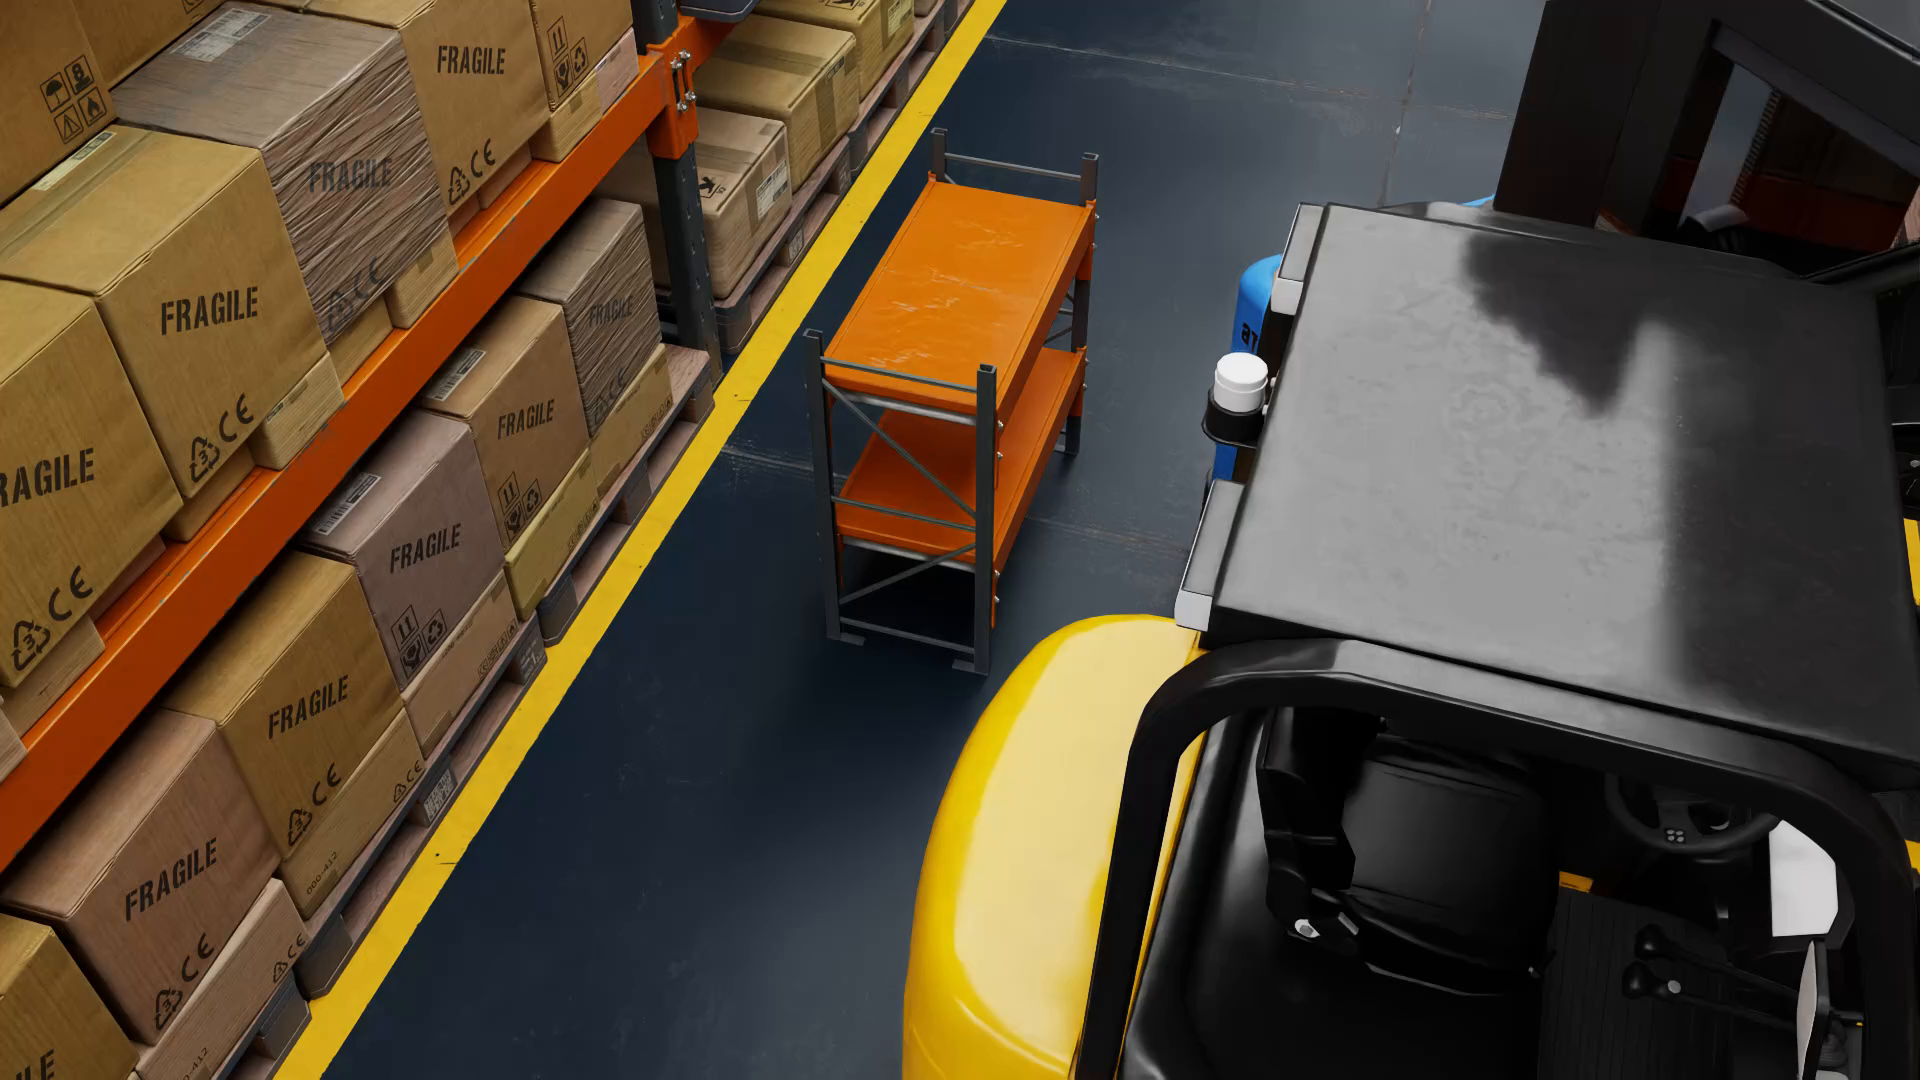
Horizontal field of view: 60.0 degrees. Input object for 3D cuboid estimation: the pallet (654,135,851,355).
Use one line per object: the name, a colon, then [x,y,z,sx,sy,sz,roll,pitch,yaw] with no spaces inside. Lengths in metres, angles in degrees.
pallet: [-1.088,-1.232,6.358,1.003,0.211,1.213,13,46,13]

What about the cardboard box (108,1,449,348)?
cardboard box: [-1.522,-0.812,3.651,0.500,0.500,0.500,14,46,14]

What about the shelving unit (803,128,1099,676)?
shelving unit: [0.002,-0.407,4.861,0.538,1.125,1.048,13,46,13]

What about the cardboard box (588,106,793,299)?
cardboard box: [-1.166,-1.271,5.983,0.950,0.372,0.625,13,46,13]

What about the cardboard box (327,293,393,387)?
cardboard box: [-1.540,-0.499,3.795,0.380,0.149,0.250,12,46,12]

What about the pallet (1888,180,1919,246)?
pallet: [3.963,-0.979,6.100,1.003,0.211,1.213,13,46,13]

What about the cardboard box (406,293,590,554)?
cardboard box: [-1.399,-0.355,4.597,0.500,0.500,0.500,13,46,13]

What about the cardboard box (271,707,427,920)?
cardboard box: [-1.711,0.605,4.153,0.500,0.250,0.500,15,46,15]

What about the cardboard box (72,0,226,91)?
cardboard box: [-2.016,-1.297,3.432,0.700,0.500,0.500,12,46,12]

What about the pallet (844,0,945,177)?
pallet: [-0.721,-2.048,7.192,1.003,0.211,1.213,13,46,13]

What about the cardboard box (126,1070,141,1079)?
cardboard box: [-2.026,1.310,3.432,0.500,0.250,0.500,12,46,12]

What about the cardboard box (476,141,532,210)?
cardboard box: [-1.352,-1.016,4.323,0.380,0.149,0.250,13,46,13]

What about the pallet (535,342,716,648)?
pallet: [-1.492,-0.258,5.363,1.003,0.211,1.213,13,46,13]

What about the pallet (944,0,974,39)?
pallet: [-0.350,-2.859,8.021,1.003,0.211,1.213,13,46,13]

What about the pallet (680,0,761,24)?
pallet: [-0.953,-2.120,5.409,1.003,0.211,1.213,13,46,13]

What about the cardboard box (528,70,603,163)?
cardboard box: [-1.199,-1.173,4.484,0.380,0.149,0.250,13,46,13]

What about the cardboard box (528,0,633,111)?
cardboard box: [-1.220,-1.503,4.357,0.500,0.500,0.500,11,46,11]

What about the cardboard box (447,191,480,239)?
cardboard box: [-1.441,-0.853,4.157,0.380,0.149,0.250,12,46,12]

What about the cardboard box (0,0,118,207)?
cardboard box: [-2.087,-0.930,3.057,0.700,0.500,0.500,12,46,12]

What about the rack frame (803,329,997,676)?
rack frame: [-0.152,-0.068,4.515,0.500,1.125,0.032,13,46,13]

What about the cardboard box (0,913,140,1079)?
cardboard box: [-2.020,1.026,3.186,0.500,0.500,0.500,11,45,11]

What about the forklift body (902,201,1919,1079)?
forklift body: [1.033,0.658,3.039,2.313,2.155,1.214,13,46,13]

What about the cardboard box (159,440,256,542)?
cardboard box: [-1.716,-0.165,3.453,0.380,0.149,0.250,11,46,11]

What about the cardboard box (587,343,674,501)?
cardboard box: [-1.246,-0.426,5.206,0.500,0.250,0.500,14,46,14]

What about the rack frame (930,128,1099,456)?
rack frame: [0.156,-0.745,5.207,0.500,1.125,0.032,13,46,13]

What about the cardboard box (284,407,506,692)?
cardboard box: [-1.552,-0.014,4.249,0.500,0.500,0.500,15,46,15]

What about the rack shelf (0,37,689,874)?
rack shelf: [-1.928,-0.120,3.742,1.077,0.370,4.000,13,46,13]

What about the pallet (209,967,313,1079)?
pallet: [-2.231,1.368,3.701,1.003,0.211,1.213,13,46,13]

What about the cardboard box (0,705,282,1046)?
cardboard box: [-1.865,0.677,3.543,0.500,0.500,0.500,11,45,11]

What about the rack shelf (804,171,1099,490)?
rack shelf: [0.002,-0.616,4.656,0.538,0.278,1.000,13,46,13]

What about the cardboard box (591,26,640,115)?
cardboard box: [-1.130,-1.341,4.655,0.380,0.149,0.250,12,46,12]

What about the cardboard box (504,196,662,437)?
cardboard box: [-1.246,-0.694,4.944,0.500,0.500,0.500,12,46,12]

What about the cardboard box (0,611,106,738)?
cardboard box: [-1.846,0.194,3.087,0.380,0.149,0.250,14,46,14]

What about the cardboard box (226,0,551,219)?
cardboard box: [-1.370,-1.158,4.005,0.500,0.500,0.500,14,46,14]

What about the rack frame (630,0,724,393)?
rack frame: [-1.323,-1.710,4.853,1.000,3.000,0.127,13,46,13]

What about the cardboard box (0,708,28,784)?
cardboard box: [-1.893,0.373,2.903,0.380,0.149,0.250,13,46,13]

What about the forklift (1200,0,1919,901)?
forklift: [1.801,-0.220,3.380,1.130,2.935,3.031,-17,47,-17]

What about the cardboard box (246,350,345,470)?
cardboard box: [-1.584,-0.320,3.612,0.380,0.149,0.250,13,46,13]

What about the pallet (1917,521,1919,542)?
pallet: [3.595,-0.164,5.266,1.003,0.211,1.213,13,46,13]

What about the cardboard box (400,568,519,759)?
cardboard box: [-1.556,0.269,4.496,0.500,0.250,0.500,13,46,13]

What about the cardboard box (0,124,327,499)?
cardboard box: [-1.673,-0.469,3.300,0.500,0.500,0.500,12,46,12]

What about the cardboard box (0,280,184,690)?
cardboard box: [-1.819,-0.128,2.952,0.500,0.500,0.500,12,46,12]

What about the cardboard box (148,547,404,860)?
cardboard box: [-1.706,0.344,3.883,0.500,0.500,0.500,13,46,13]

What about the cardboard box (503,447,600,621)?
cardboard box: [-1.397,-0.069,4.842,0.500,0.250,0.500,11,46,11]

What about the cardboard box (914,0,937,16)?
cardboard box: [-0.508,-2.719,7.462,0.950,0.372,0.625,12,46,12]

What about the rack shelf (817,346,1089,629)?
rack shelf: [0.002,-0.232,5.032,0.538,0.278,1.000,13,46,13]

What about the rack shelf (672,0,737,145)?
rack shelf: [-0.717,-2.786,6.466,1.077,0.370,4.000,13,46,13]

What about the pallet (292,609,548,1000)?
pallet: [-1.860,0.558,4.529,1.003,0.211,1.213,13,46,13]

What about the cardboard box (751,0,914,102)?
cardboard box: [-0.743,-2.215,6.947,0.950,0.372,0.625,14,46,14]

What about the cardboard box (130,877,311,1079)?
cardboard box: [-1.865,0.971,3.778,0.500,0.250,0.500,14,46,14]

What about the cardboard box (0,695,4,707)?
cardboard box: [-1.973,0.211,2.605,0.500,0.500,0.500,14,46,14]

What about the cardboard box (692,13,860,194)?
cardboard box: [-0.952,-1.751,6.473,0.950,0.372,0.625,15,46,15]

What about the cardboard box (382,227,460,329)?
cardboard box: [-1.434,-0.663,3.963,0.380,0.149,0.250,12,46,12]

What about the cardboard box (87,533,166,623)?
cardboard box: [-1.824,0.005,3.280,0.380,0.149,0.250,14,46,14]
